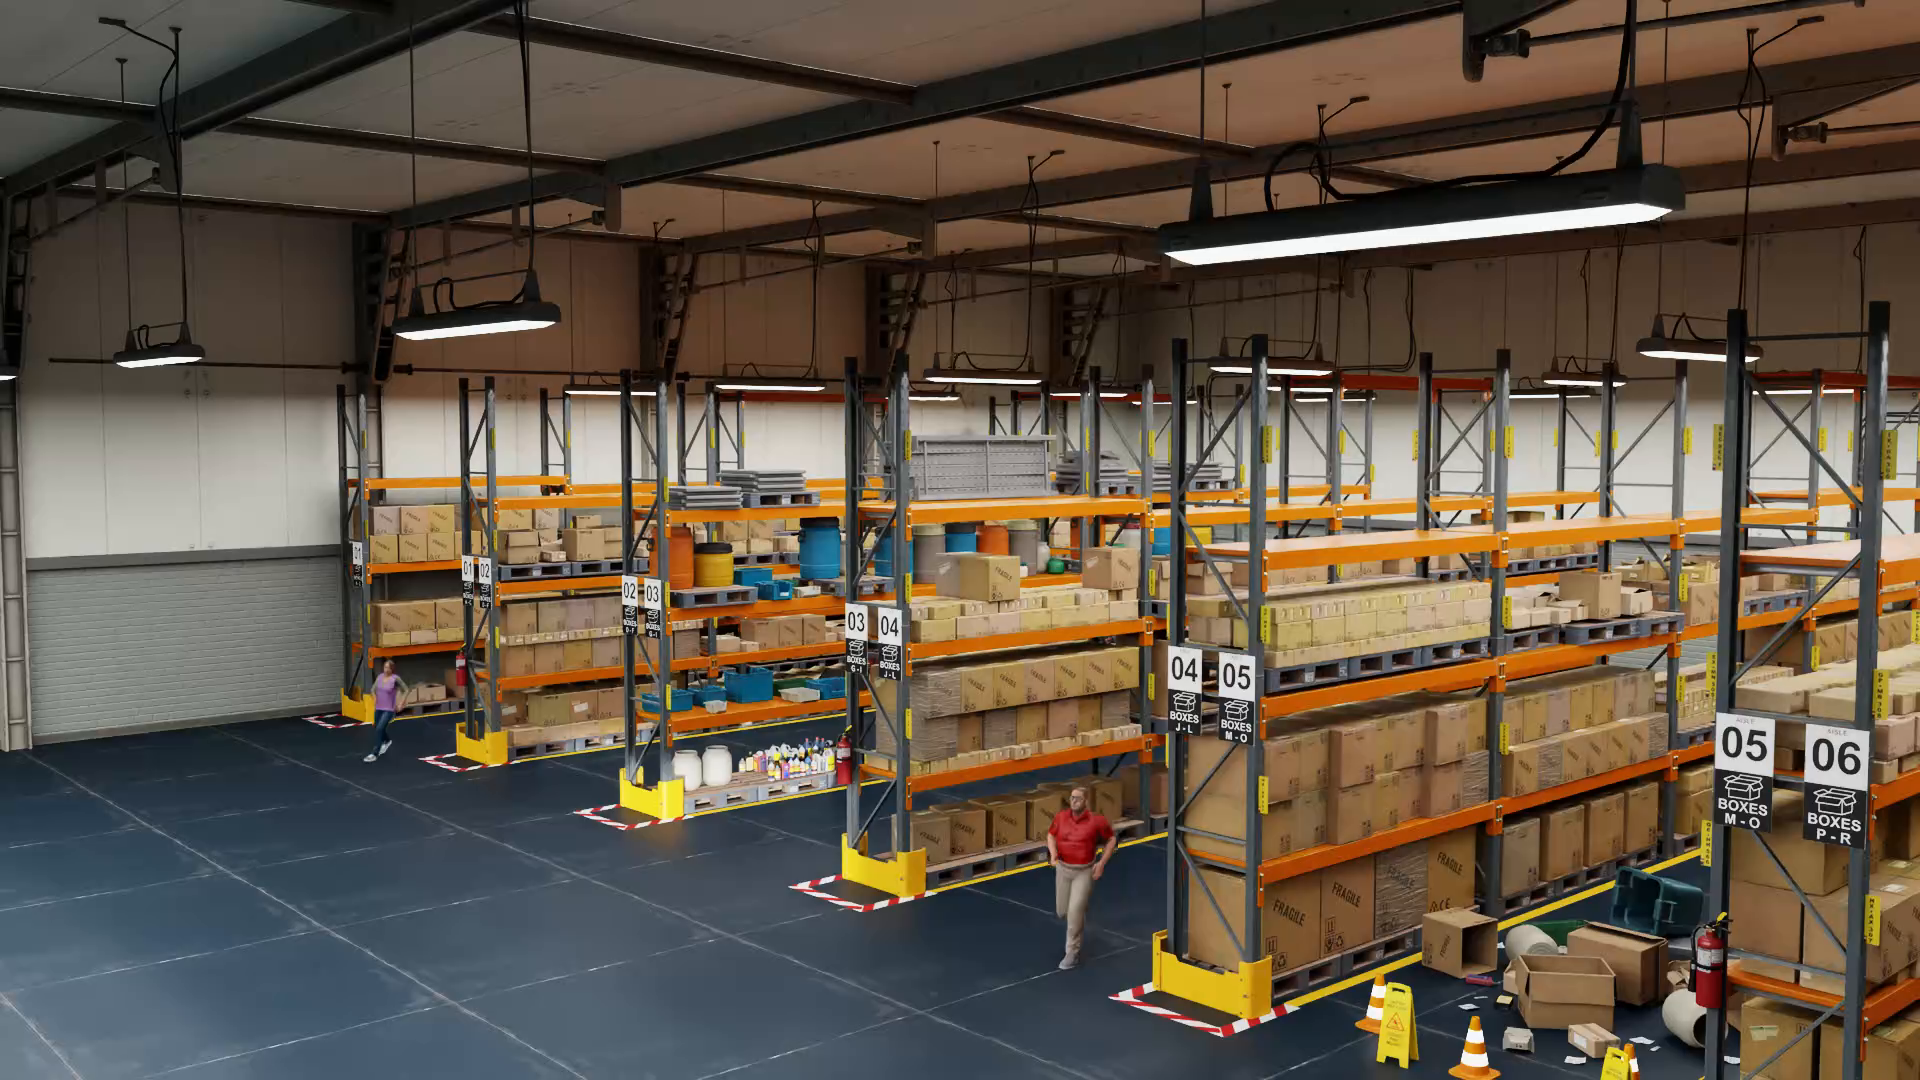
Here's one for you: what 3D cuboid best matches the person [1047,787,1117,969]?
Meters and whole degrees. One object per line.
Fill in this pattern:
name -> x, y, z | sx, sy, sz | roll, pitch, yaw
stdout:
person -> 1.179, 3.257, 16.282 | 0.689, 1.725, 0.801 | 2, 4, 26

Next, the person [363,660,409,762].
person -> -8.974, 2.651, 26.033 | 0.609, 1.554, 0.824 | 1, 4, 13
